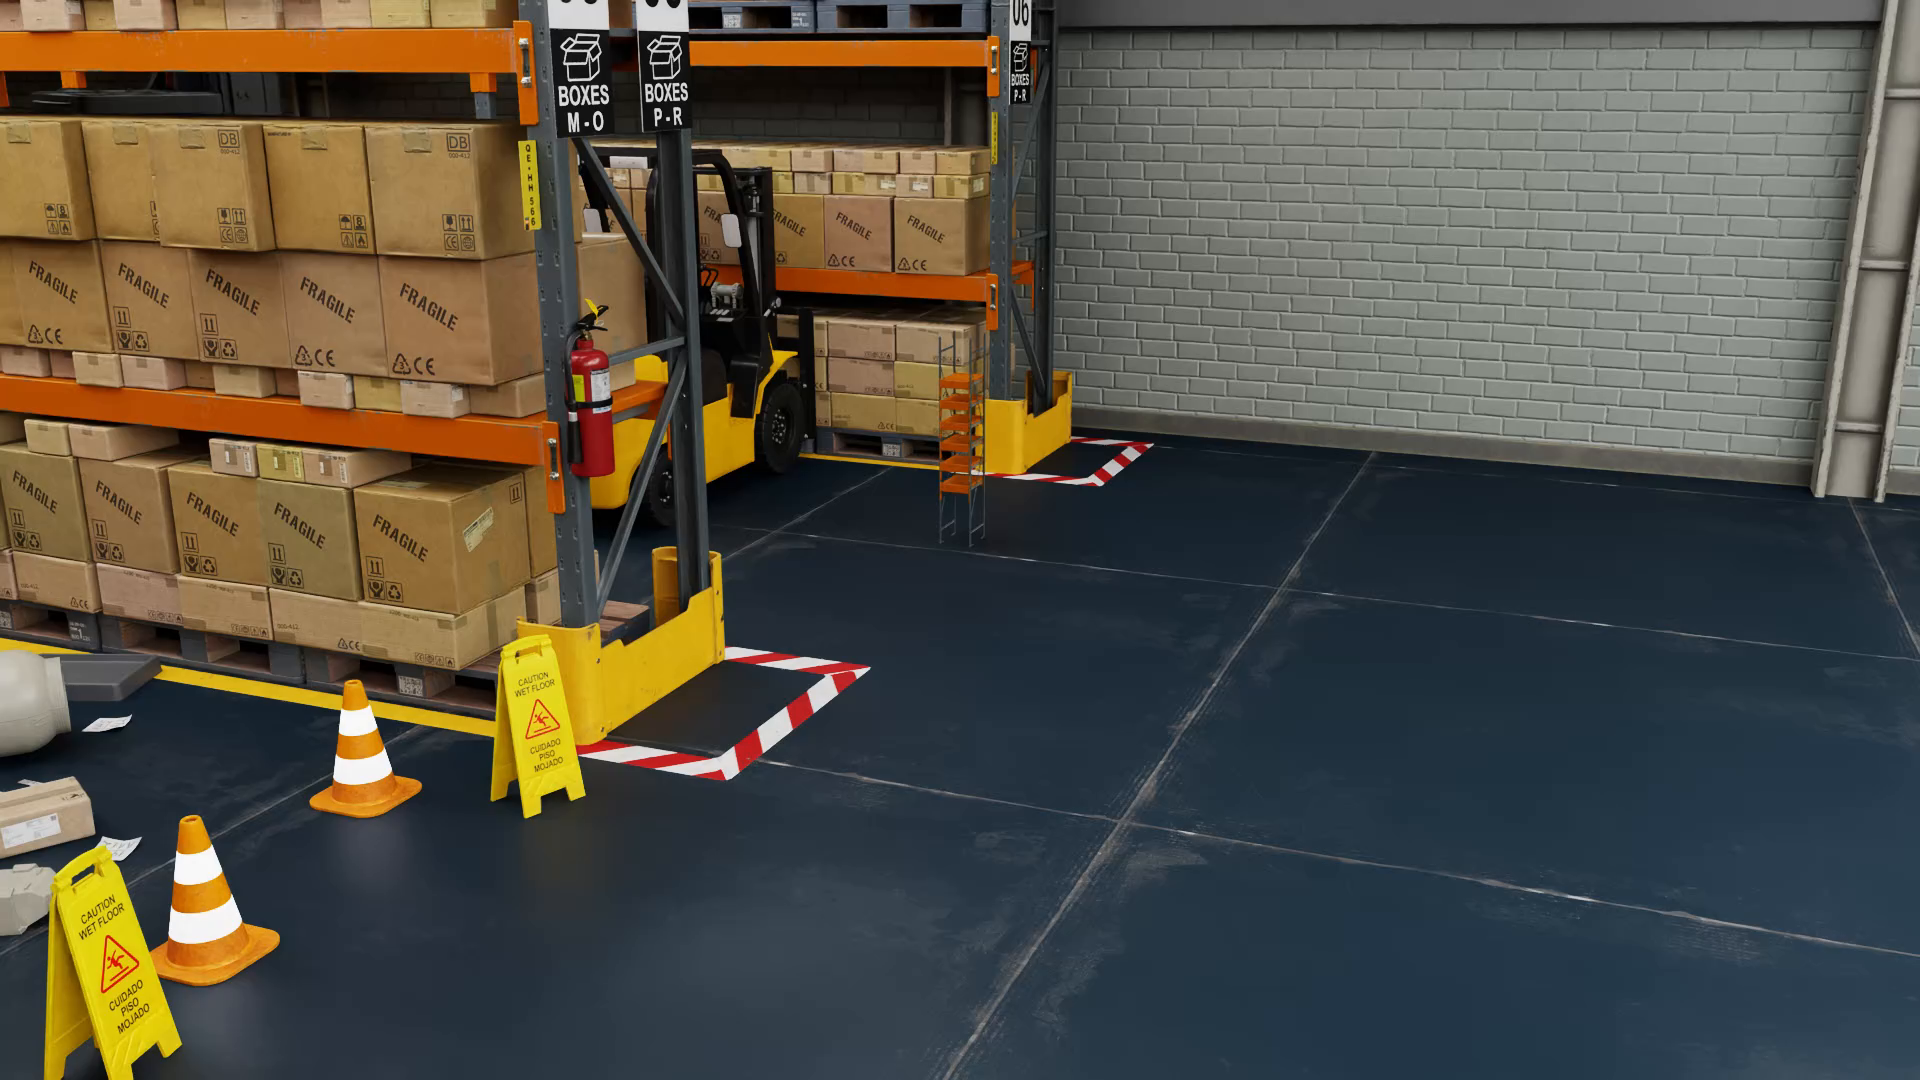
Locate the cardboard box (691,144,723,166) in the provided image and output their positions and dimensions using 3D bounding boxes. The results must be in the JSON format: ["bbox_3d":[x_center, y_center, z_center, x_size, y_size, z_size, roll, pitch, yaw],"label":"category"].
[{"bbox_3d":[-1.871,-2.736,11.843,0.250,0.149,0.380,6,17,20],"label":"cardboard box"}]

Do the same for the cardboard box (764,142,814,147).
[{"bbox_3d":[-1.227,-2.803,12.074,0.250,0.149,0.380,6,17,21],"label":"cardboard box"}]

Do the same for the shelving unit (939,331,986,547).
[{"bbox_3d":[0.013,-0.575,9.501,0.189,1.200,0.258,6,17,21],"label":"shelving unit"}]

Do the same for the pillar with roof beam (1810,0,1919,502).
[{"bbox_3d":[4.120,-3.501,5.594,0.400,9.000,9.100,6,17,21],"label":"pillar with roof beam"}]

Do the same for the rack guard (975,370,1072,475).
[{"bbox_3d":[0.457,-0.843,11.680,0.348,0.500,1.175,6,17,21],"label":"rack guard"}]

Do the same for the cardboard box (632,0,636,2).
[{"bbox_3d":[-2.265,-3.821,11.593,0.250,0.149,0.380,7,18,22],"label":"cardboard box"}]

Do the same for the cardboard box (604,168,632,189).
[{"bbox_3d":[-2.390,-2.624,11.988,0.250,0.149,0.380,7,17,22],"label":"cardboard box"}]

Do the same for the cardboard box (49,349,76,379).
[{"bbox_3d":[-3.939,-0.846,7.658,0.250,0.149,0.380,6,17,20],"label":"cardboard box"}]

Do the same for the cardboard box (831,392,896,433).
[{"bbox_3d":[-0.577,-0.946,11.732,0.500,0.250,0.500,6,17,21],"label":"cardboard box"}]

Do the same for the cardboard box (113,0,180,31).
[{"bbox_3d":[-3.263,-2.187,6.898,0.250,0.149,0.380,6,17,20],"label":"cardboard box"}]

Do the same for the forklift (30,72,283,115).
[{"bbox_3d":[-4.927,-1.689,10.235,3.031,2.935,1.130,-14,21,-40],"label":"forklift"}]

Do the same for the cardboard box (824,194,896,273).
[{"bbox_3d":[-0.598,-2.131,11.456,0.500,0.500,0.500,7,18,22],"label":"cardboard box"}]

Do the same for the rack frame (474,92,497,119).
[{"bbox_3d":[-3.286,-2.455,12.749,0.127,3.000,1.000,6,17,21],"label":"rack frame"}]

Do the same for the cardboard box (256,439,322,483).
[{"bbox_3d":[-2.823,-0.372,7.244,0.250,0.149,0.380,7,17,22],"label":"cardboard box"}]

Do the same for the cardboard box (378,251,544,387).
[{"bbox_3d":[-1.989,-0.933,6.794,0.500,0.500,0.500,6,17,20],"label":"cardboard box"}]

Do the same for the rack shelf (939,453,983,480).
[{"bbox_3d":[0.013,-0.417,9.547,0.180,0.103,0.258,6,17,21],"label":"rack shelf"}]

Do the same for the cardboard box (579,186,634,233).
[{"bbox_3d":[-2.478,-2.341,12.177,0.500,0.500,0.500,7,17,22],"label":"cardboard box"}]

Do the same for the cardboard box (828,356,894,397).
[{"bbox_3d":[-0.595,-1.190,11.673,0.500,0.250,0.500,6,17,20],"label":"cardboard box"}]

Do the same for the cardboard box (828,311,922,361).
[{"bbox_3d":[-0.585,-1.424,11.583,0.500,0.250,0.500,7,17,22],"label":"cardboard box"}]

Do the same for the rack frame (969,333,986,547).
[{"bbox_3d":[0.099,-0.565,9.469,0.006,1.200,0.240,6,17,21],"label":"rack frame"}]

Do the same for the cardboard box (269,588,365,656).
[{"bbox_3d":[-2.712,0.293,7.463,0.500,0.250,0.500,6,17,21],"label":"cardboard box"}]

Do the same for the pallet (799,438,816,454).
[{"bbox_3d":[-1.423,-0.899,12.392,1.213,0.211,1.003,6,17,21],"label":"pallet"}]

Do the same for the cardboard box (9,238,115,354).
[{"bbox_3d":[-3.859,-1.141,7.509,0.500,0.500,0.500,6,17,20],"label":"cardboard box"}]

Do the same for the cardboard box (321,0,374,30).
[{"bbox_3d":[-2.296,-2.095,6.579,0.250,0.149,0.380,7,18,22],"label":"cardboard box"}]

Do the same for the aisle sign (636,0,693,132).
[{"bbox_3d":[-1.211,-2.080,6.797,0.004,0.787,0.394,6,17,21],"label":"aisle sign"}]

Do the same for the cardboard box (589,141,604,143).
[{"bbox_3d":[-2.815,-2.849,12.230,0.250,0.149,0.380,7,17,21],"label":"cardboard box"}]

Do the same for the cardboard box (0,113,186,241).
[{"bbox_3d":[-3.850,-1.621,7.369,0.500,0.500,0.700,6,17,19],"label":"cardboard box"}]

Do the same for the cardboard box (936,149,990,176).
[{"bbox_3d":[0.024,-2.530,11.132,0.250,0.149,0.380,6,17,21],"label":"cardboard box"}]

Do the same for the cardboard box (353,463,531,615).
[{"bbox_3d":[-2.224,-0.014,7.174,0.500,0.500,0.500,6,17,21],"label":"cardboard box"}]

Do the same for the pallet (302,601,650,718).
[{"bbox_3d":[-2.196,0.481,7.637,1.213,0.211,1.003,6,17,21],"label":"pallet"}]

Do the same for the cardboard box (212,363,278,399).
[{"bbox_3d":[-3.025,-0.733,7.268,0.250,0.149,0.380,6,17,20],"label":"cardboard box"}]

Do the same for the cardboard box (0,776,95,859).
[{"bbox_3d":[-3.343,1.001,5.958,0.380,0.149,0.250,-12,20,-37],"label":"cardboard box"}]

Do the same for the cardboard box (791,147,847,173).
[{"bbox_3d":[-0.957,-2.610,11.406,0.250,0.149,0.380,7,18,22],"label":"cardboard box"}]

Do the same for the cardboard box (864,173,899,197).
[{"bbox_3d":[-0.458,-2.429,11.317,0.250,0.149,0.380,7,17,22],"label":"cardboard box"}]

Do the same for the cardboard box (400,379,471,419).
[{"bbox_3d":[-2.086,-0.617,6.870,0.250,0.149,0.380,6,17,20],"label":"cardboard box"}]

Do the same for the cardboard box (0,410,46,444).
[{"bbox_3d":[-4.560,-0.561,7.897,0.250,0.149,0.380,7,17,21],"label":"cardboard box"}]

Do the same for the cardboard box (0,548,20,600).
[{"bbox_3d":[-4.654,0.082,8.189,0.500,0.250,0.500,5,17,18],"label":"cardboard box"}]

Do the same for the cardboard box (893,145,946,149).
[{"bbox_3d":[-0.281,-2.697,11.706,0.250,0.149,0.380,7,17,22],"label":"cardboard box"}]

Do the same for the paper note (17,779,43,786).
[{"bbox_3d":[-3.581,0.940,6.419,0.123,0.001,0.032,6,17,21],"label":"paper note"}]

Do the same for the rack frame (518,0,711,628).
[{"bbox_3d":[-1.383,-0.758,6.904,0.127,3.000,1.000,6,17,21],"label":"rack frame"}]

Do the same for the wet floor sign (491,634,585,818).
[{"bbox_3d":[-1.599,0.670,6.209,0.232,0.644,0.267,14,21,40],"label":"wet floor sign"}]

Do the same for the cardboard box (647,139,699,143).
[{"bbox_3d":[-2.153,-2.933,12.522,0.250,0.149,0.380,6,17,20],"label":"cardboard box"}]

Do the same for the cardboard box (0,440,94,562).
[{"bbox_3d":[-4.152,-0.226,7.907,0.500,0.500,0.500,7,18,23],"label":"cardboard box"}]

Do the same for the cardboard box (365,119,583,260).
[{"bbox_3d":[-1.938,-1.425,6.694,0.500,0.500,0.700,6,17,19],"label":"cardboard box"}]

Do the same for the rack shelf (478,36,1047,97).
[{"bbox_3d":[-1.426,-3.345,11.727,4.000,0.370,1.077,6,17,21],"label":"rack shelf"}]

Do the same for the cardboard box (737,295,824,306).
[{"bbox_3d":[-1.344,-1.664,12.409,0.500,0.250,0.500,6,17,20],"label":"cardboard box"}]
